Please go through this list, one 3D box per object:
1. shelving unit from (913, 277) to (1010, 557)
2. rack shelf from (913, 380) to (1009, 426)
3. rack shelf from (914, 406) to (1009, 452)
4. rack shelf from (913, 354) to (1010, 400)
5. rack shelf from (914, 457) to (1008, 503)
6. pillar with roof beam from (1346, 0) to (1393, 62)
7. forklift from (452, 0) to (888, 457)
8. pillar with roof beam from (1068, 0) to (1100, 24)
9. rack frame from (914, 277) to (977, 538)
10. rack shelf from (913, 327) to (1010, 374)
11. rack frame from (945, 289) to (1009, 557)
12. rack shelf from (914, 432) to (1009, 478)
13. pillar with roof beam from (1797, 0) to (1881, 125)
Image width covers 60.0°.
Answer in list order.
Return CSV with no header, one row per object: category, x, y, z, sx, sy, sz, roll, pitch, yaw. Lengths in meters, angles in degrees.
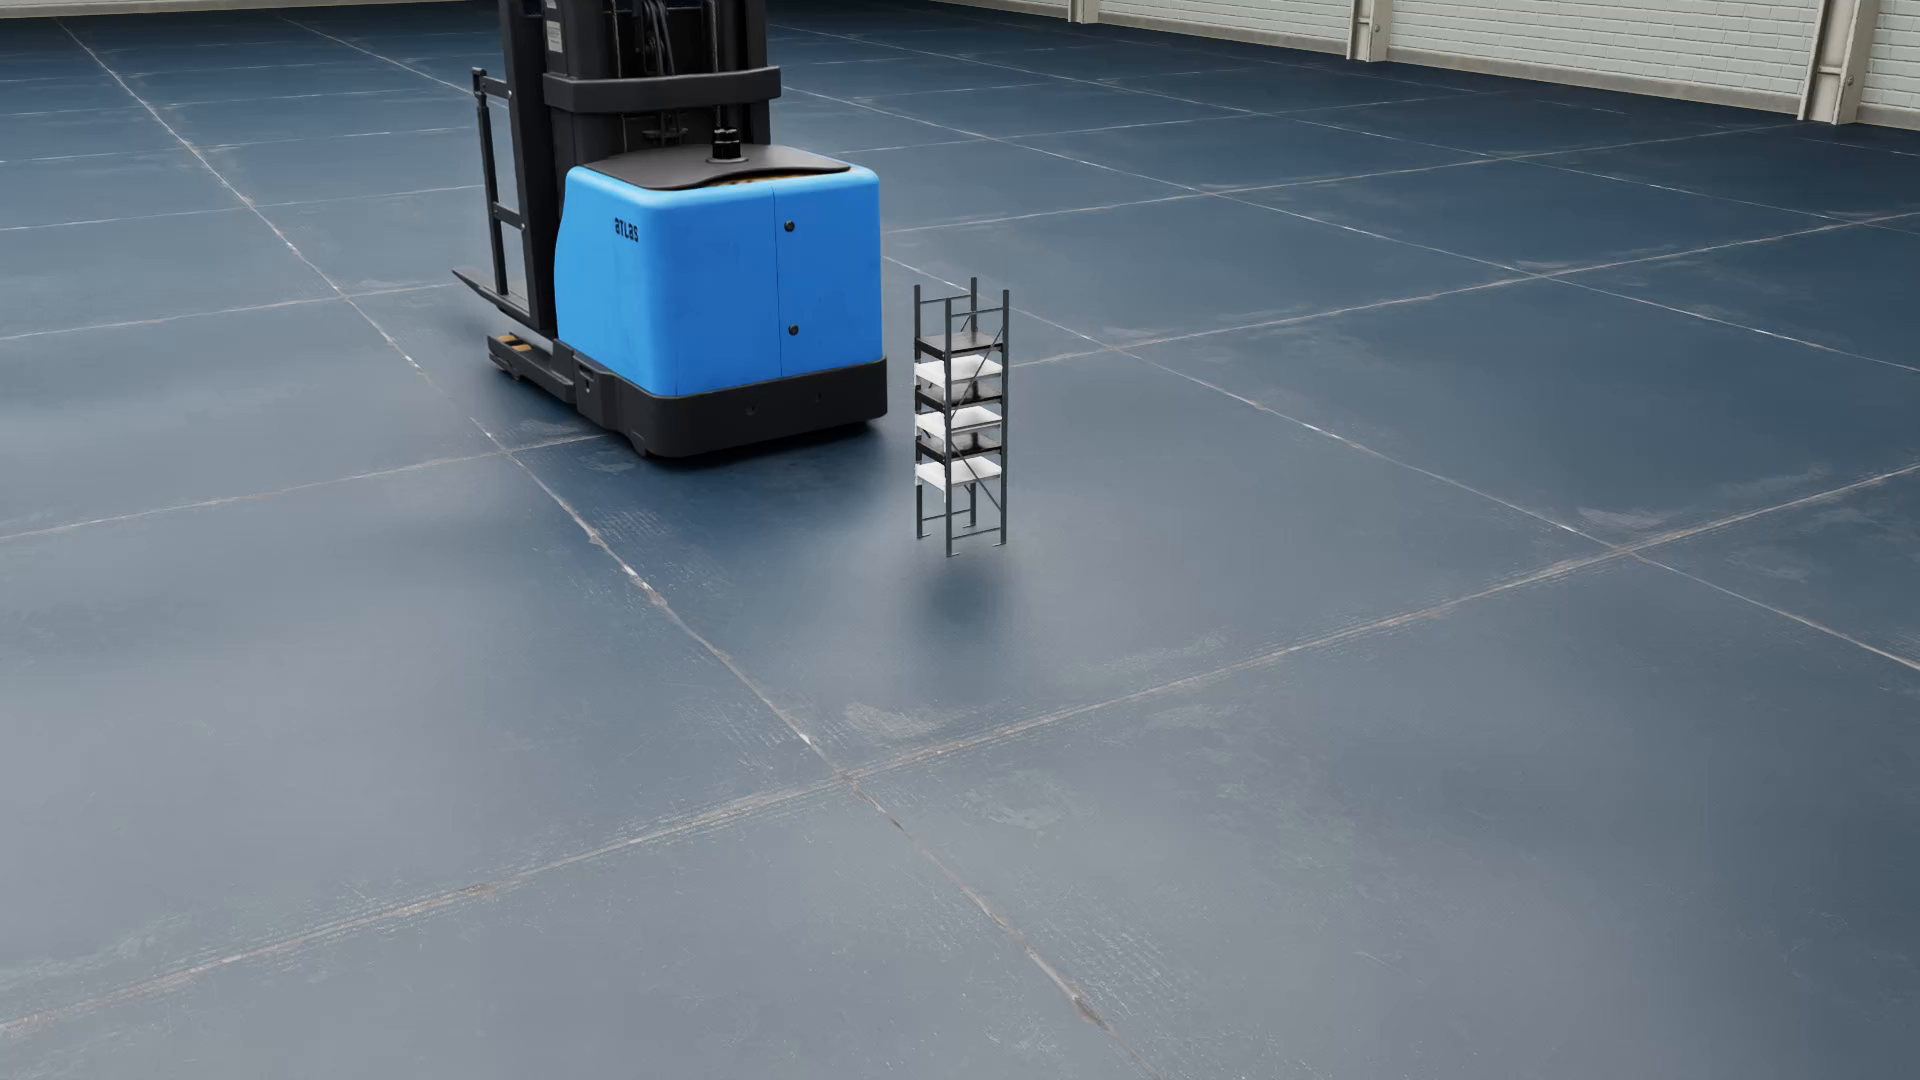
shelving unit,0.004,-0.414,5.636,0.258,0.900,0.210,-13,25,-28
rack shelf,0.004,-0.467,5.614,0.258,0.077,0.200,-13,25,-28
rack shelf,0.004,-0.383,5.648,0.258,0.077,0.200,-13,25,-28
rack shelf,0.004,-0.550,5.580,0.258,0.077,0.200,-13,25,-28
rack shelf,0.004,-0.217,5.716,0.258,0.077,0.200,-13,25,-28
pillar with roof beam,1.215,-9.144,16.358,9.100,9.000,0.400,-13,25,-28
forklift,-1.542,-2.176,7.272,1.130,2.935,3.031,-14,26,-31
pillar with roof beam,-1.850,-11.086,21.136,9.100,9.000,0.400,-13,25,-28
rack frame,-0.048,-0.447,5.717,0.240,0.900,0.006,-13,25,-28
rack shelf,0.004,-0.633,5.546,0.258,0.077,0.200,-13,25,-28
rack frame,0.056,-0.381,5.555,0.240,0.900,0.006,-13,25,-28
rack shelf,0.004,-0.300,5.682,0.258,0.077,0.200,-13,25,-28
pillar with roof beam,4.279,-7.202,11.579,9.100,9.000,0.400,-13,25,-28
